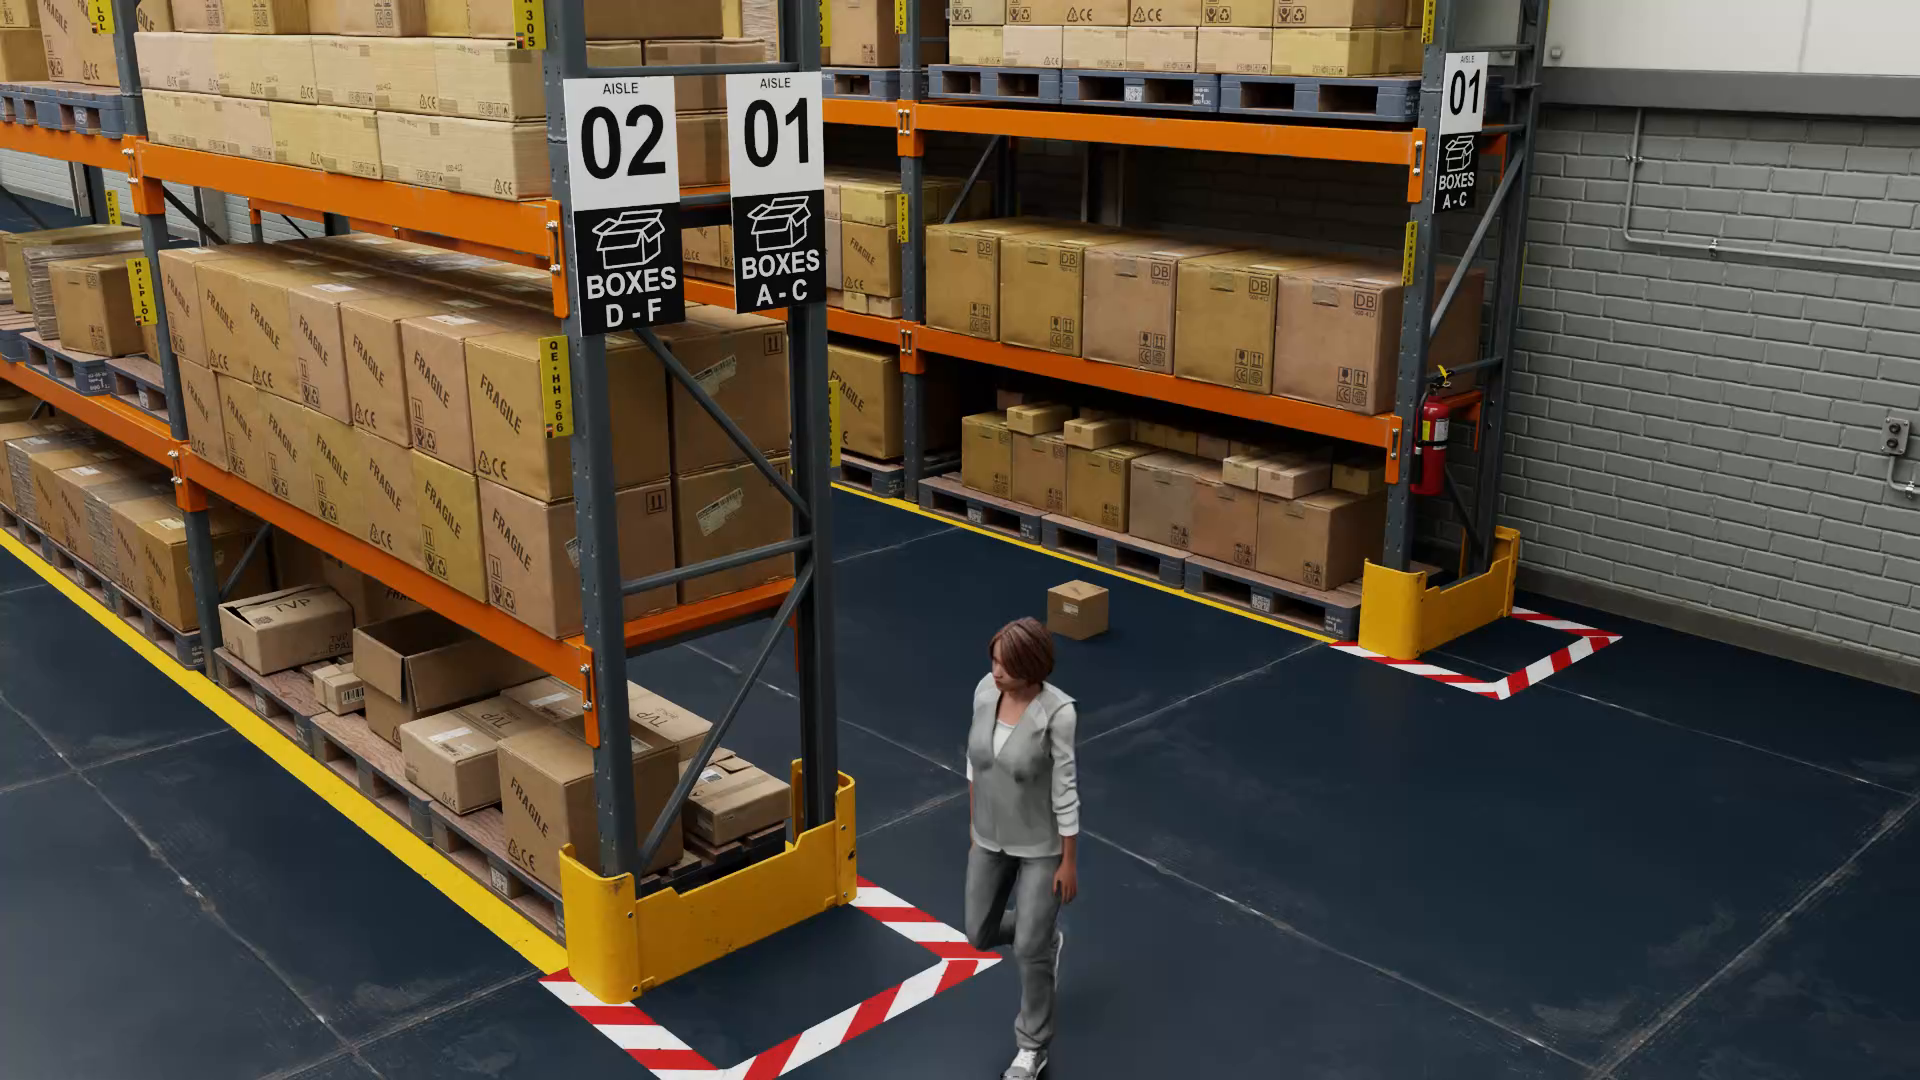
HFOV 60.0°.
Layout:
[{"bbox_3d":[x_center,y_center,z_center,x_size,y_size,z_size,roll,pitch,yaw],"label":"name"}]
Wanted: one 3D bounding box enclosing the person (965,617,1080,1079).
[{"bbox_3d":[0.236,0.969,5.466,0.465,1.583,0.612,12,21,33],"label":"person"}]
